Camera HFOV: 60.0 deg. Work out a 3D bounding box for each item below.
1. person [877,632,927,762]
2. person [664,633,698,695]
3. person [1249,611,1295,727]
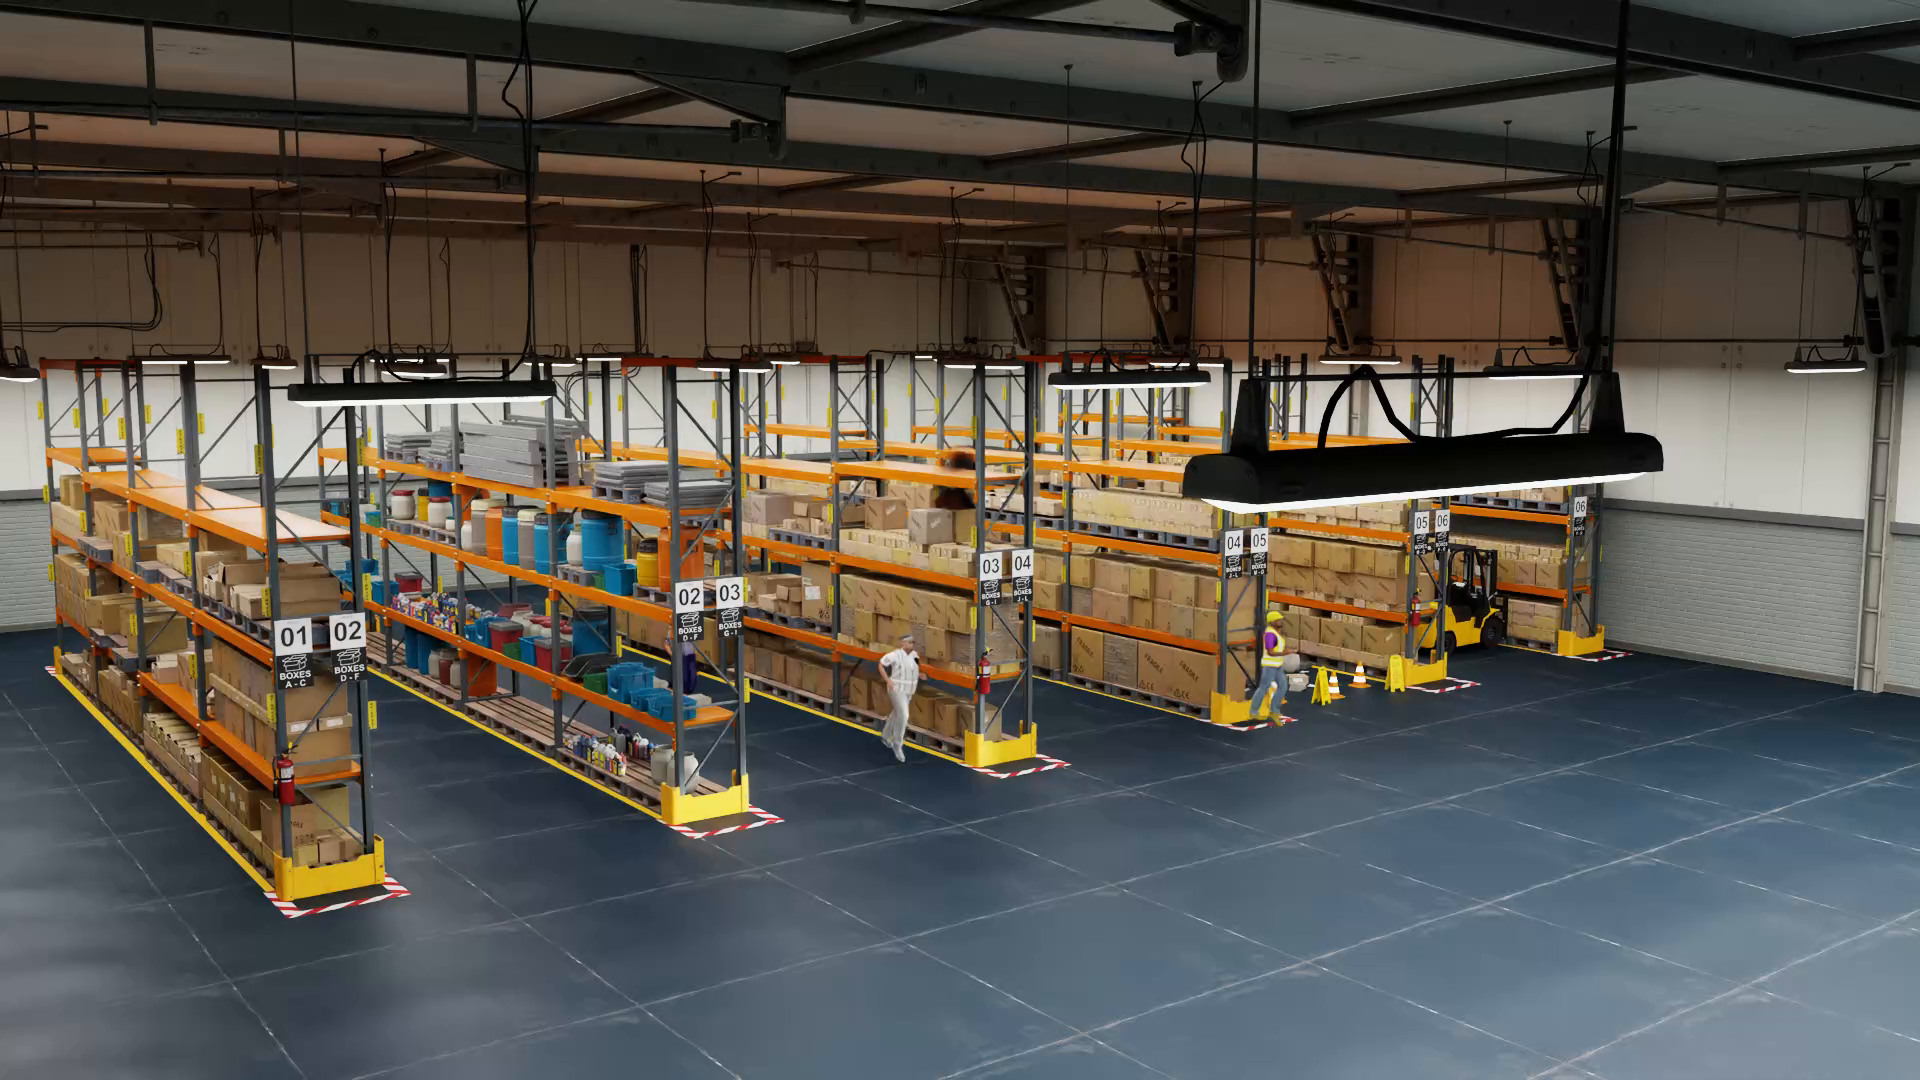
[{"bbox_3d":[-0.850,2.293,24.703,0.792,1.867,0.664,5,9,38],"label":"person"},{"bbox_3d":[-4.794,2.096,28.826,0.616,1.606,0.550,-6,9,-41],"label":"person"},{"bbox_3d":[4.988,2.063,26.481,0.718,1.883,0.681,3,7,22],"label":"person"}]
